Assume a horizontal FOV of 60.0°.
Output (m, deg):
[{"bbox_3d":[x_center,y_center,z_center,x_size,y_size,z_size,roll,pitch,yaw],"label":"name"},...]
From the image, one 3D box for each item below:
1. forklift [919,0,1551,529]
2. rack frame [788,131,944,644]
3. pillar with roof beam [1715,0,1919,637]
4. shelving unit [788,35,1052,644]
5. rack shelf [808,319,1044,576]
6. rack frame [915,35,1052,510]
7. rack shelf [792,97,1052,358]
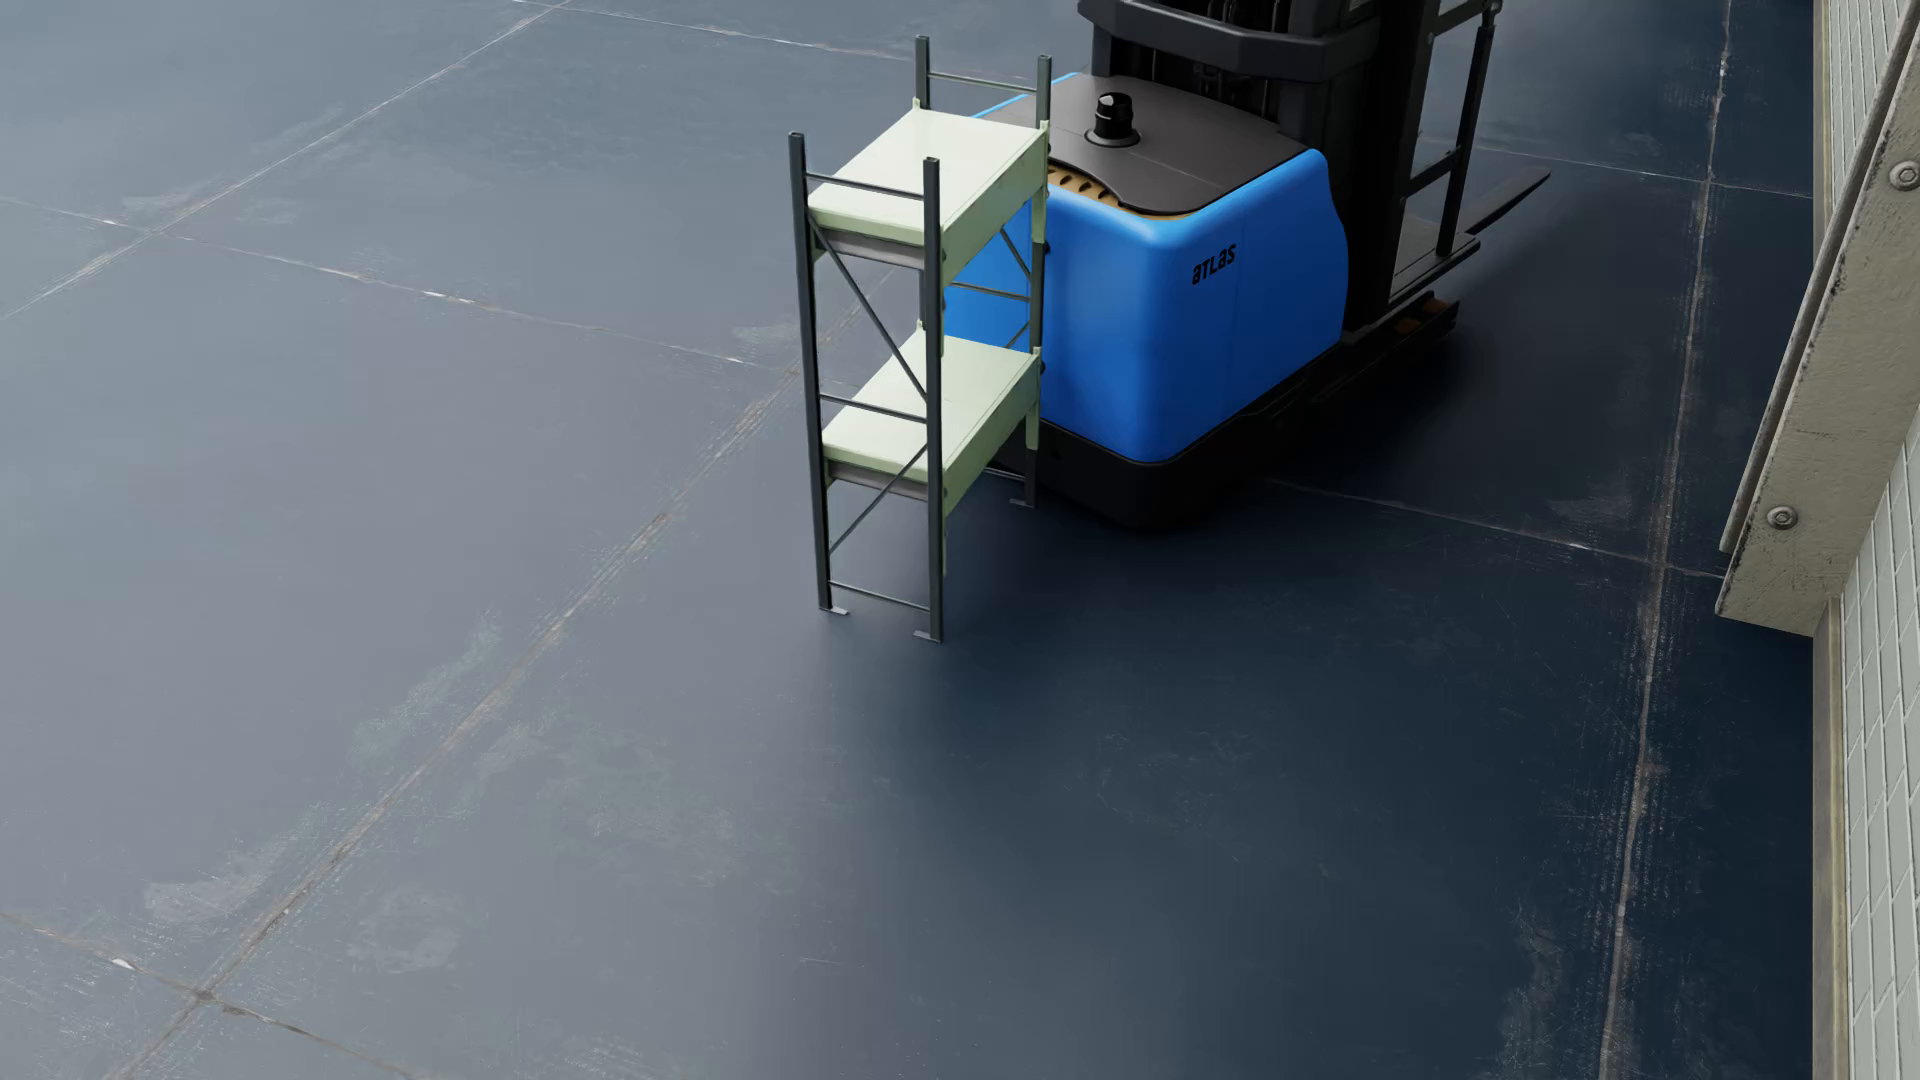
[{"bbox_3d":[1.212,-2.006,5.486,1.130,2.935,3.031,28,45,32],"label":"forklift"},{"bbox_3d":[-0.235,-0.351,4.467,0.400,1.500,0.023,15,39,19],"label":"rack frame"},{"bbox_3d":[-1.515,-4.437,3.670,9.100,9.000,0.400,14,39,18],"label":"pillar with roof beam"},{"bbox_3d":[-0.087,-0.551,4.735,0.431,1.500,0.755,15,39,19],"label":"shelving unit"},{"bbox_3d":[-0.087,-0.290,4.930,0.431,0.370,0.720,15,39,19],"label":"rack shelf"},{"bbox_3d":[0.062,-0.751,5.002,0.400,1.500,0.023,15,39,19],"label":"rack frame"},{"bbox_3d":[-0.087,-0.864,4.501,0.431,0.370,0.720,15,39,19],"label":"rack shelf"}]
